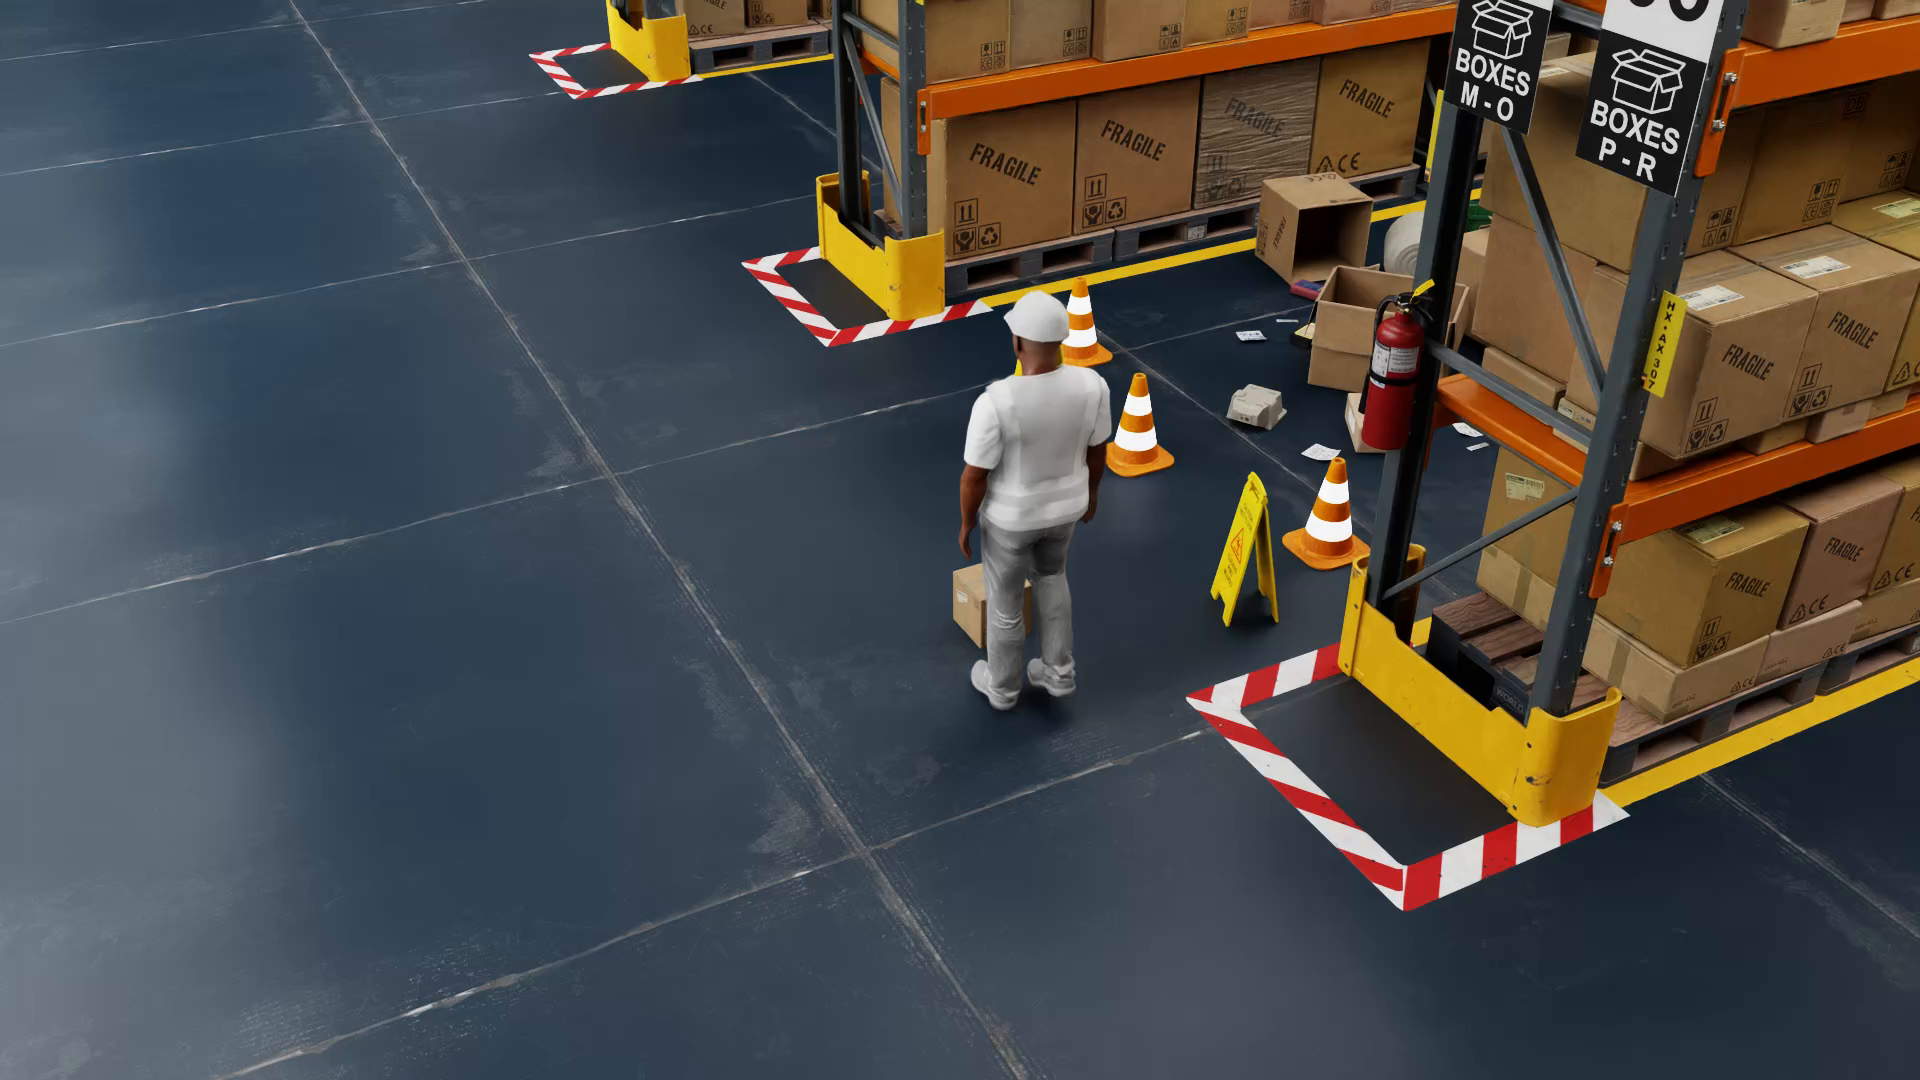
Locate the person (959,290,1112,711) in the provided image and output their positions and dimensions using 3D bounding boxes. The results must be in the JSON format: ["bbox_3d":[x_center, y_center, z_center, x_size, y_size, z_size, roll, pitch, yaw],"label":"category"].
[{"bbox_3d":[0.265,-0.119,6.277,0.593,1.770,0.451,-12,35,-18],"label":"person"}]
